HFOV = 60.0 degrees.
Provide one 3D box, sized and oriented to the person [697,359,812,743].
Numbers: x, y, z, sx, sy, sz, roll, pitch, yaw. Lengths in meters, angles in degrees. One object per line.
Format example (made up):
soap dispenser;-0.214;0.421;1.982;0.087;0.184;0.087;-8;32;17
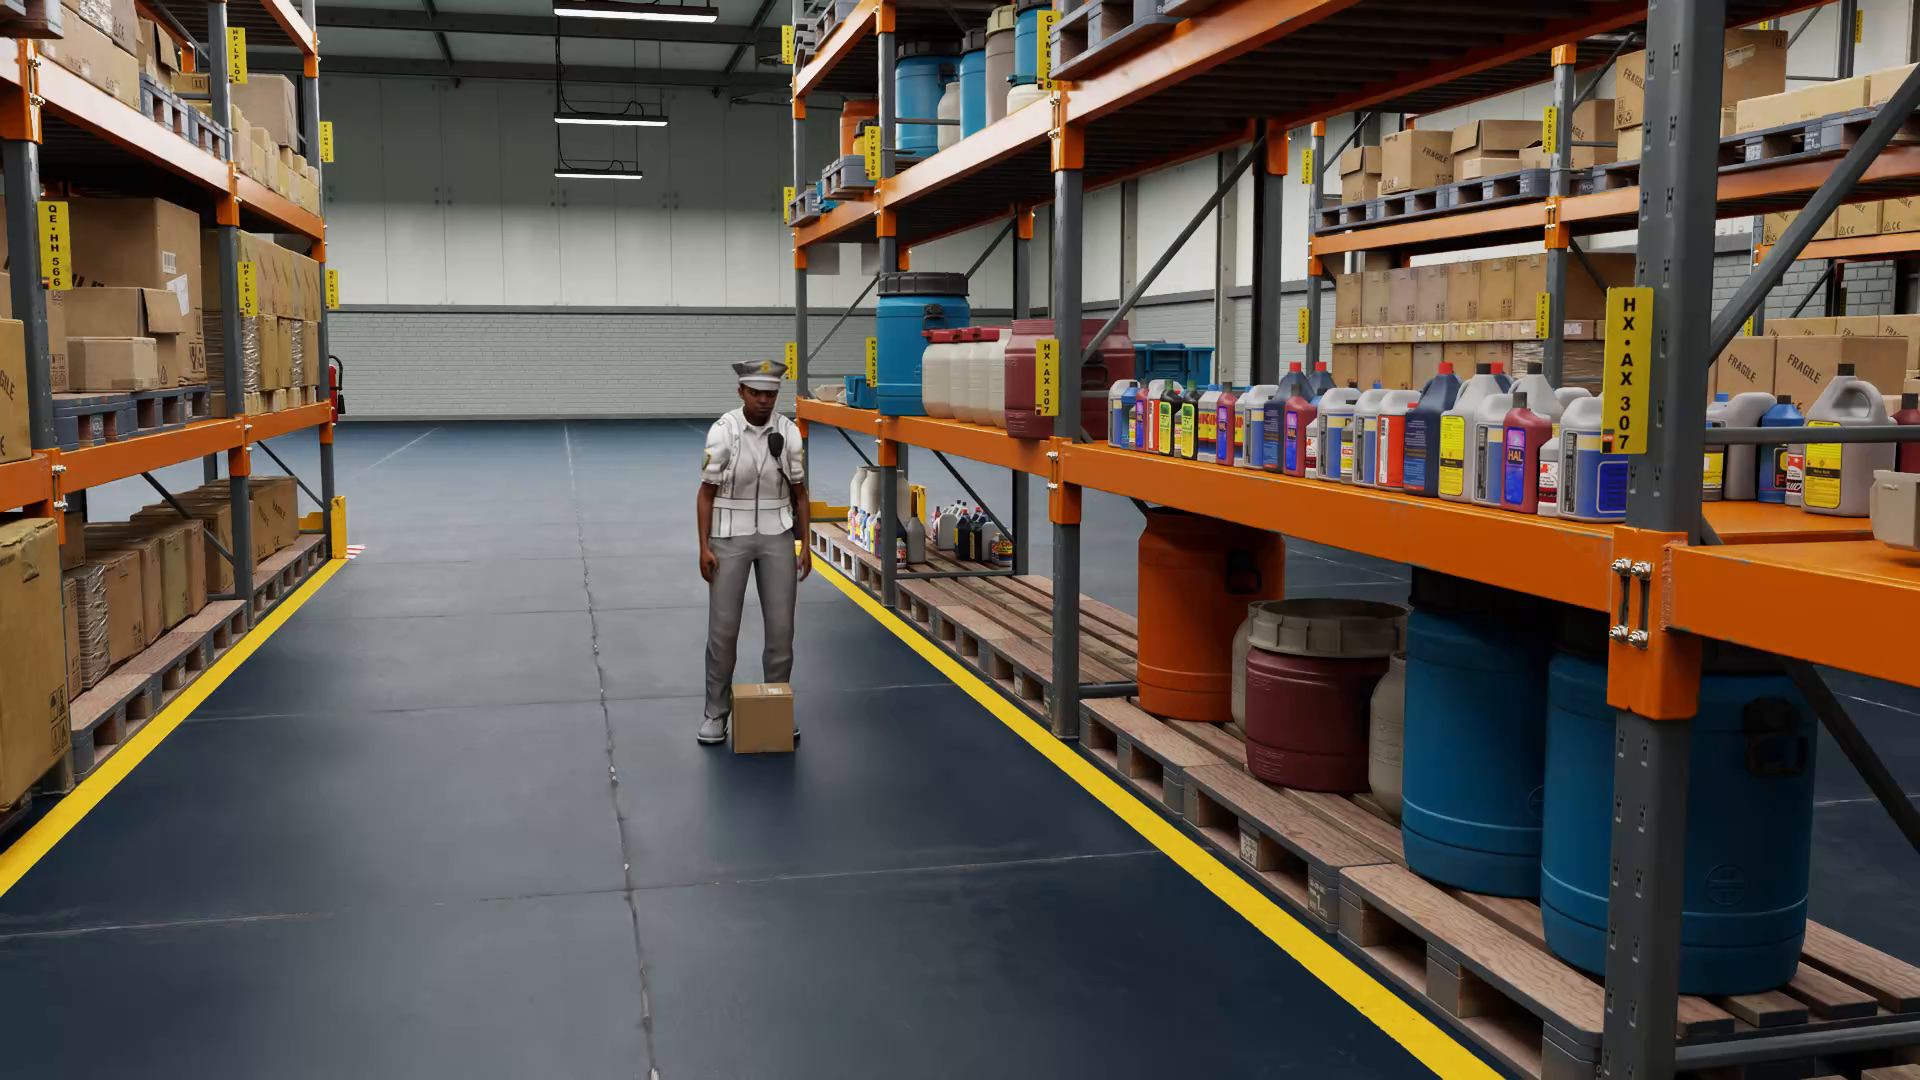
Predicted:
person;-0.913;0.039;7.309;0.528;1.663;0.392;-2;6;-16
